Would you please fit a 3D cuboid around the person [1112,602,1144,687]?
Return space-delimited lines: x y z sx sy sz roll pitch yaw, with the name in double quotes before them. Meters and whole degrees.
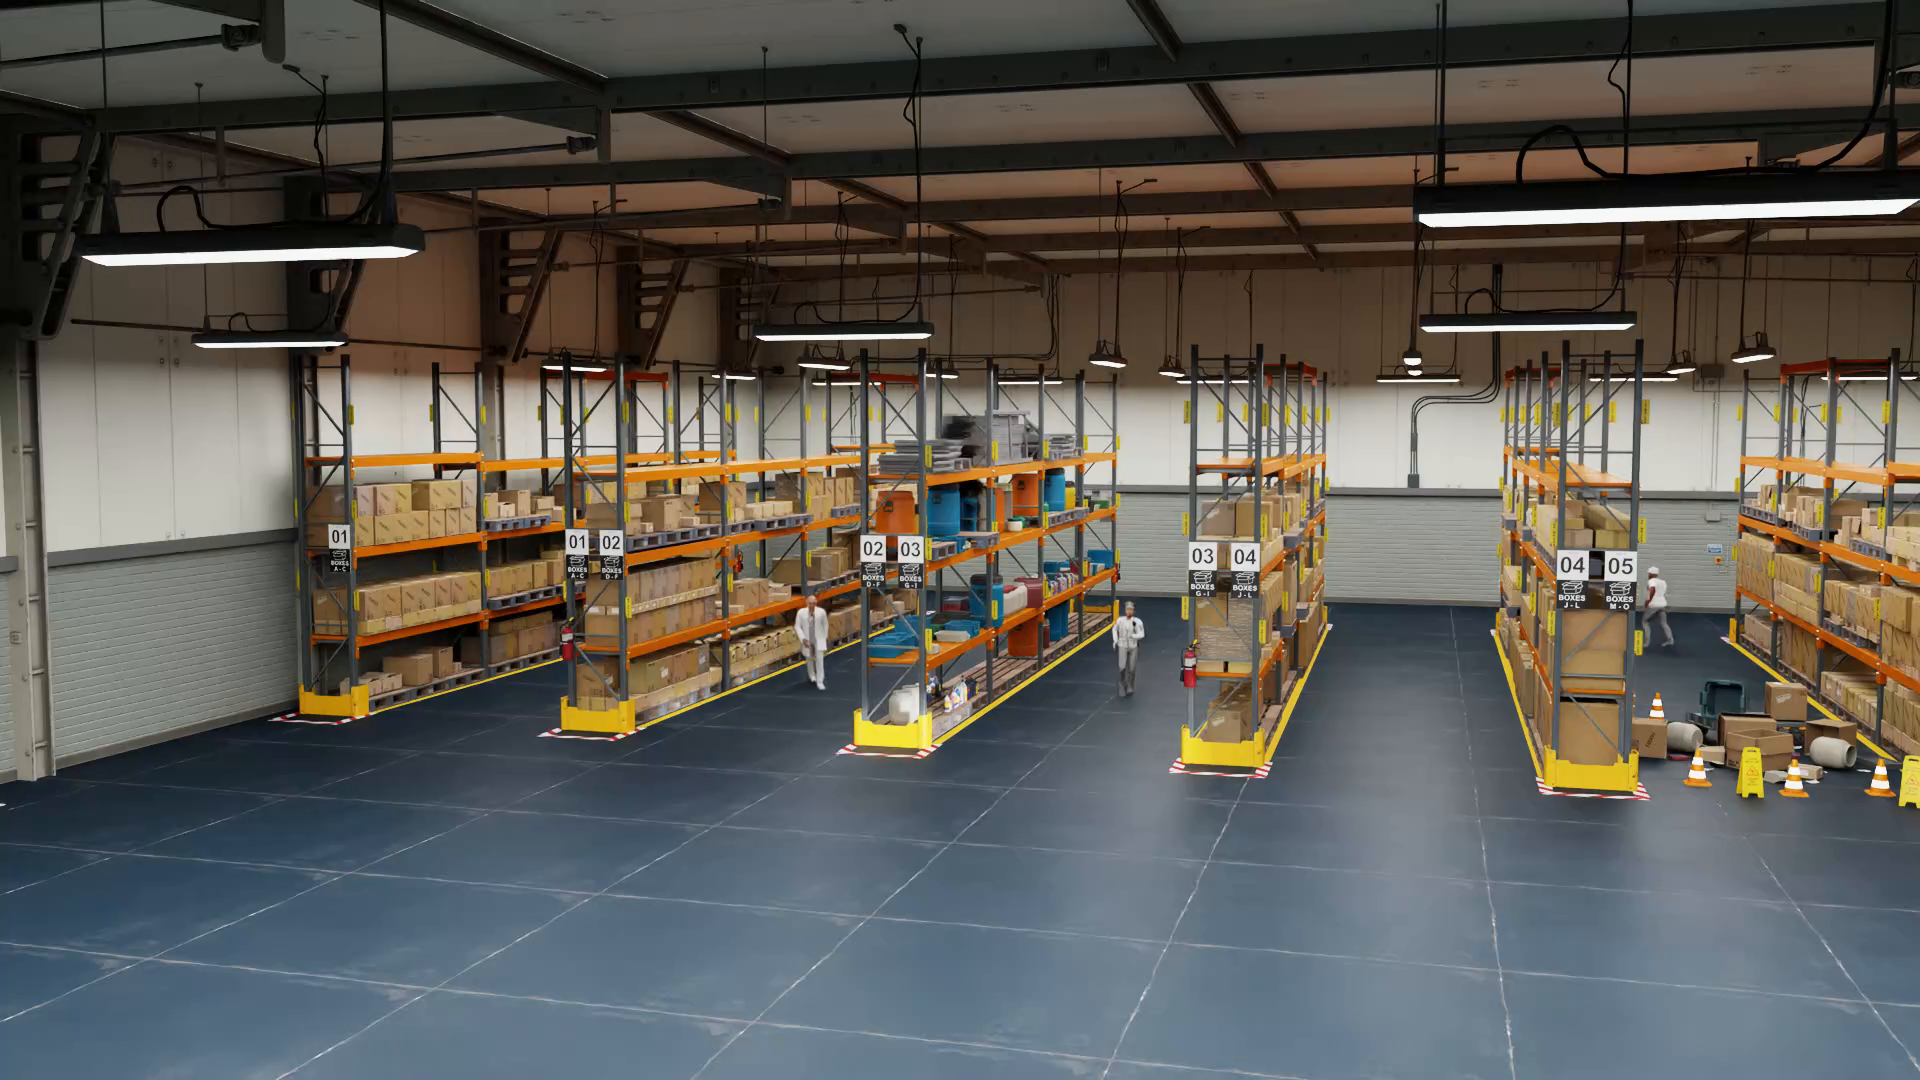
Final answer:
"person" 2.978 1.875 29.533 0.541 1.576 0.672 0 4 5

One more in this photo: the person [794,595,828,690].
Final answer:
"person" -2.707 1.896 30.503 0.629 1.559 1.196 0 4 4

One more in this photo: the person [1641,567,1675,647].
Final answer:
"person" 14.931 1.461 35.630 0.716 1.755 0.974 -1 5 -19
